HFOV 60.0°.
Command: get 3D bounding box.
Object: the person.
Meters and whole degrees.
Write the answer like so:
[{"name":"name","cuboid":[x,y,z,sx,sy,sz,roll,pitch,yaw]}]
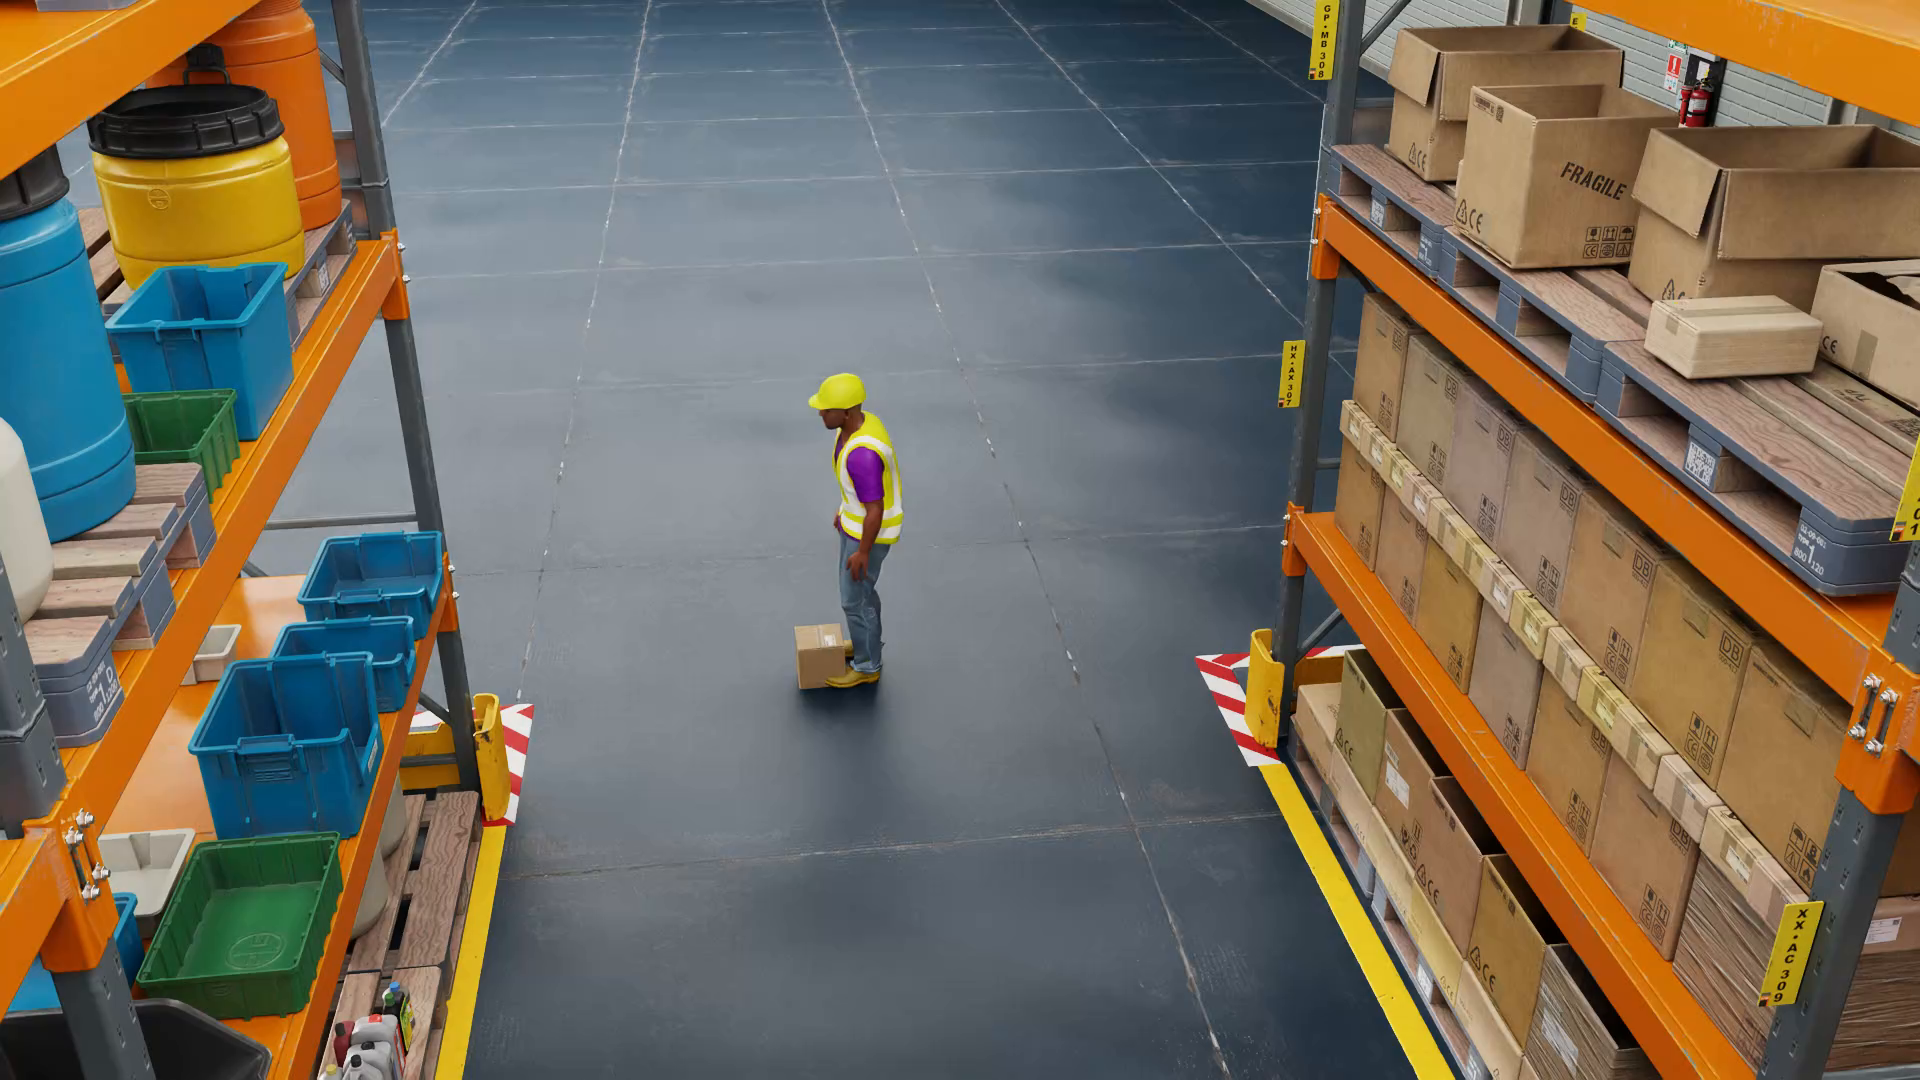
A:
[{"name":"person","cuboid":[-0.535,-0.056,8.711,0.457,1.757,0.638,-5,27,-9]}]
